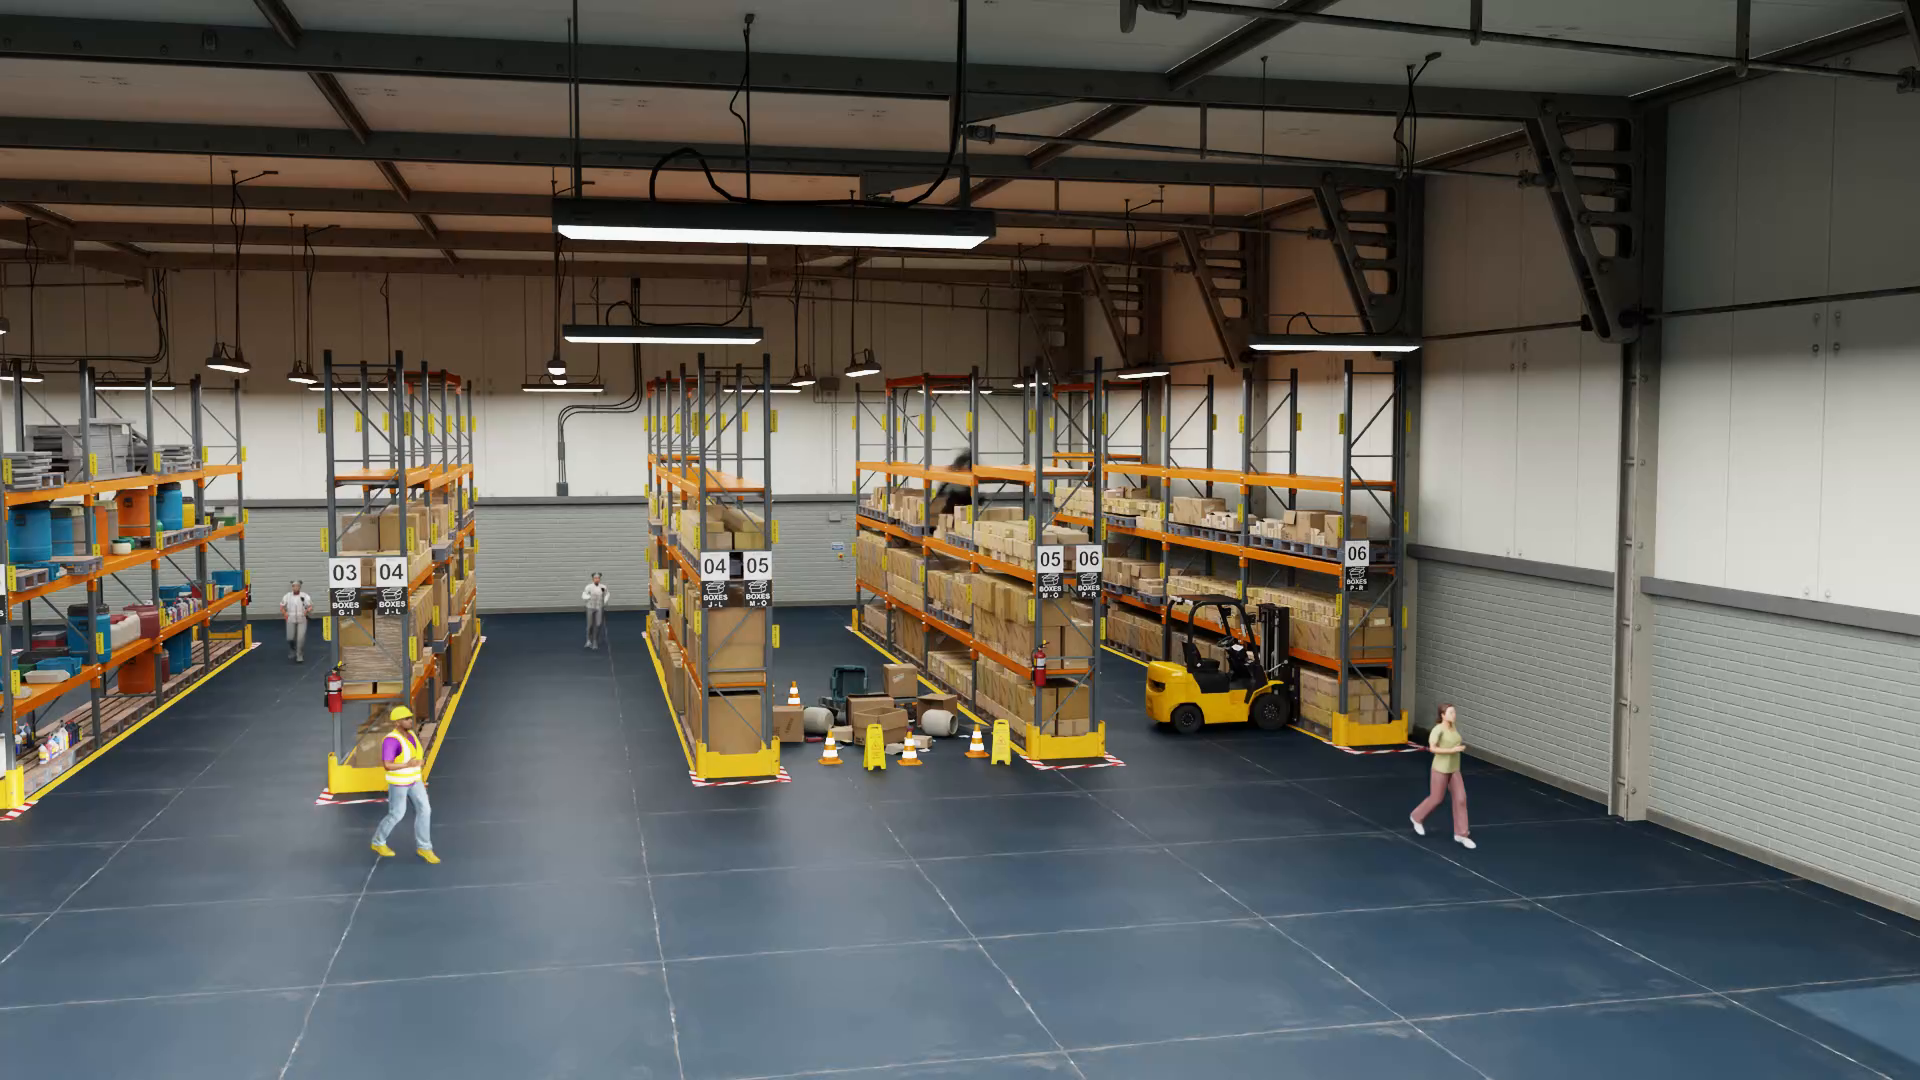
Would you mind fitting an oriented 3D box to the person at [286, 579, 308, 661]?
[{"bbox_3d":[-13.981,1.690,35.071,0.438,1.735,0.532,-1,4,-20],"label":"person"}]

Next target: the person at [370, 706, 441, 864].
[{"bbox_3d":[-6.364,2.799,18.960,0.830,1.824,0.681,1,4,19],"label":"person"}]

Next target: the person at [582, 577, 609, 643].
[{"bbox_3d":[-8.148,1.529,37.204,0.614,1.537,0.718,-1,4,-15],"label":"person"}]

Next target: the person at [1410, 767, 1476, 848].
[{"bbox_3d":[5.772,3.329,19.864,0.346,0.539,0.925,-3,5,-35],"label":"person"}]
